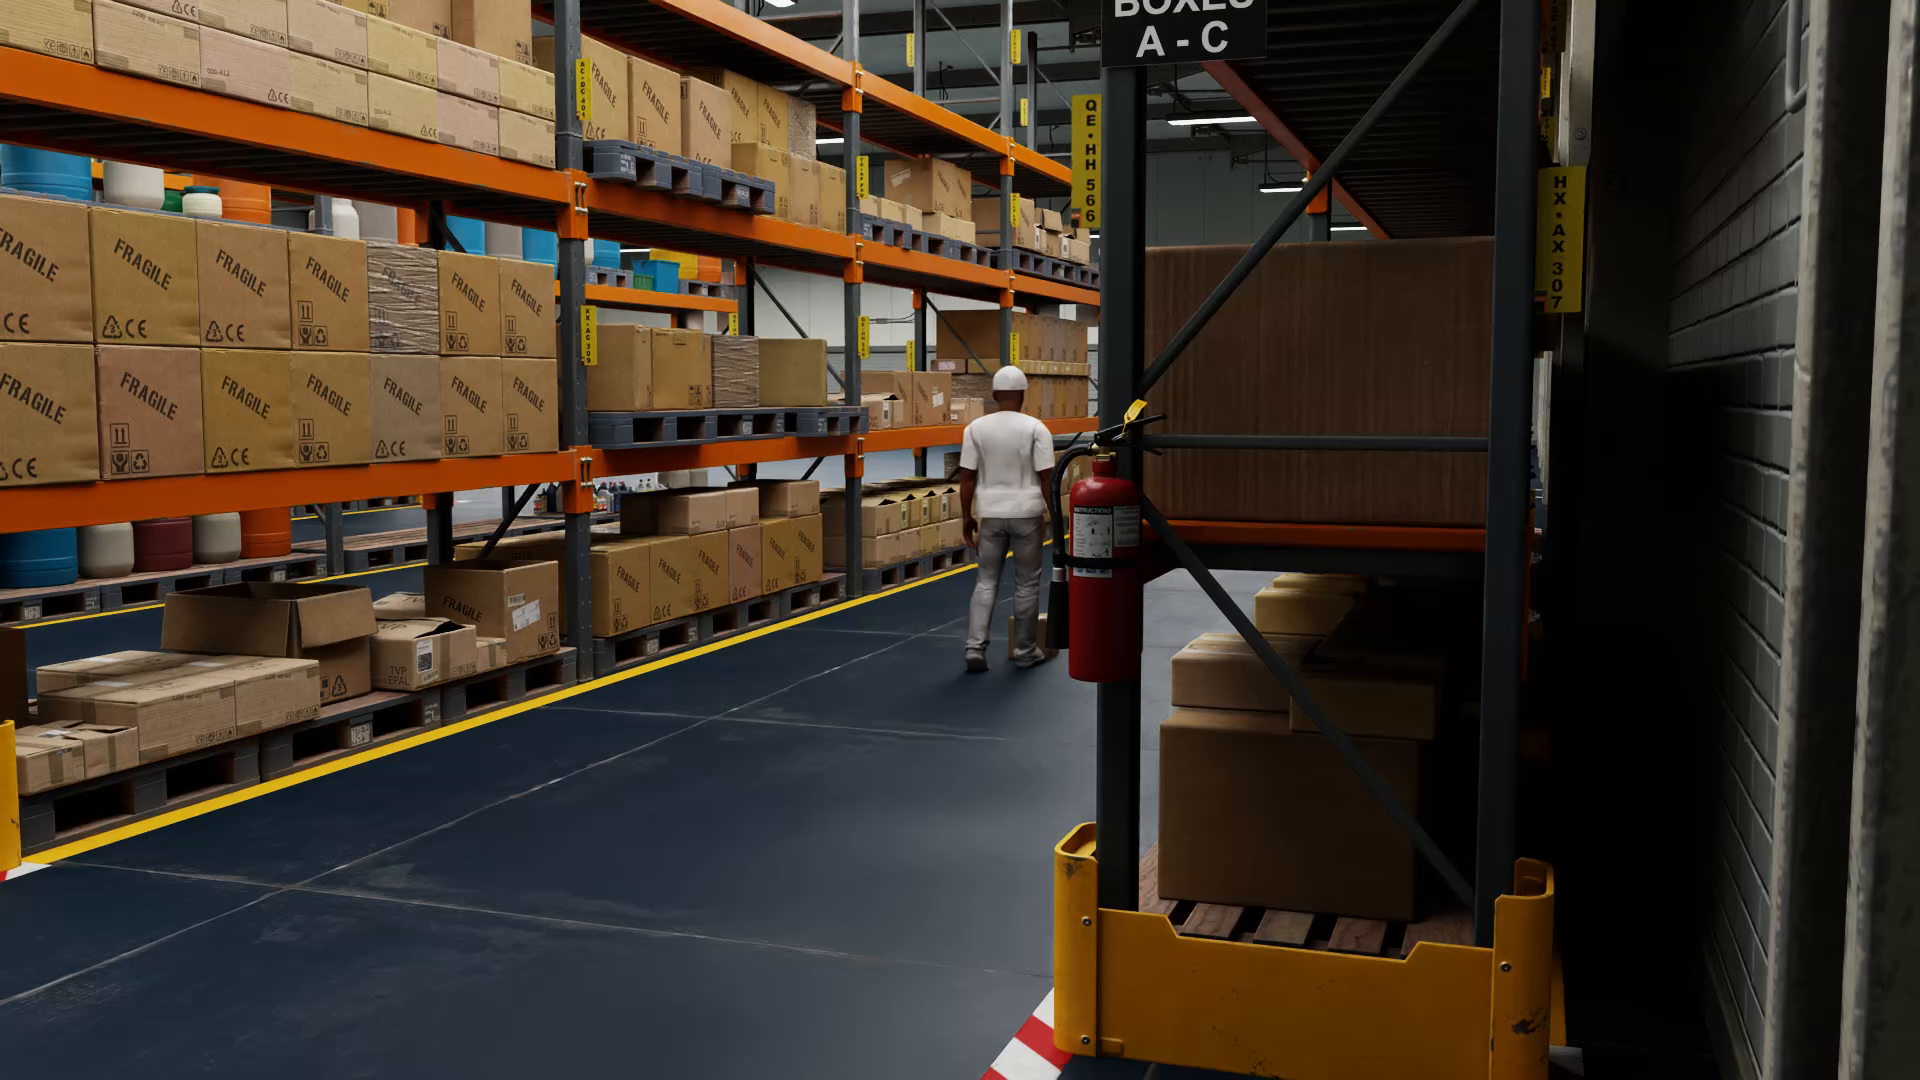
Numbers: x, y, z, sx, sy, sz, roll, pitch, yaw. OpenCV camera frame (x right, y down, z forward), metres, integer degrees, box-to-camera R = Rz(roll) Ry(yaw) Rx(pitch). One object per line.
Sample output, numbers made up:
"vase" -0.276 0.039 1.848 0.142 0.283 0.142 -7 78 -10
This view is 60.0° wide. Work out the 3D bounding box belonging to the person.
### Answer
"person" 0.303 -0.123 9.720 0.589 1.778 0.616 2 5 19
